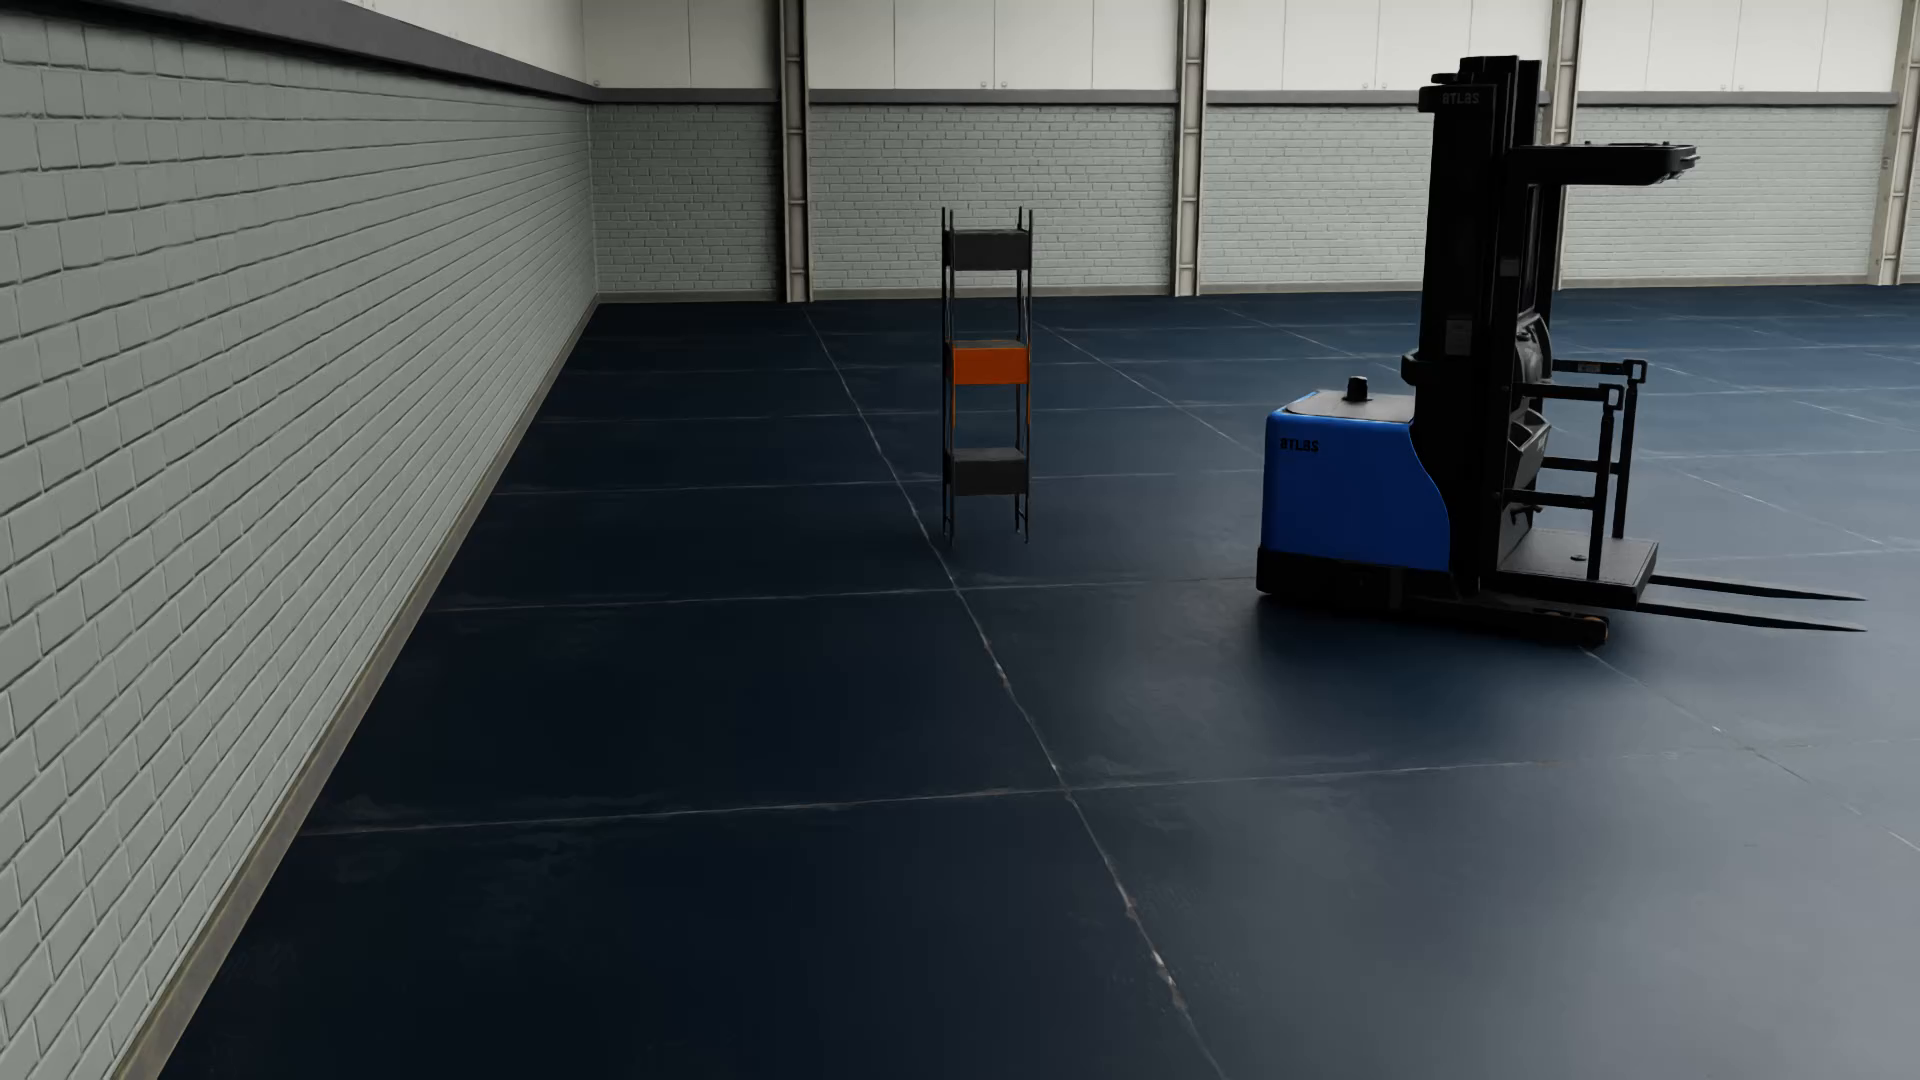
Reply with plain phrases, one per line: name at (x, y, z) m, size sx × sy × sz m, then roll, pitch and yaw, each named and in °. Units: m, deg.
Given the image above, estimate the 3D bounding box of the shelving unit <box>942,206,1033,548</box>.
shelving unit at (0.164, -1.024, 10.490) m, size 0.503 × 2.100 × 0.431 m, roll -2°, pitch 14°, yaw -8°

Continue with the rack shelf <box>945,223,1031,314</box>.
rack shelf at (0.164, -1.690, 10.323) m, size 0.480 × 0.518 × 0.431 m, roll -2°, pitch 14°, yaw -8°

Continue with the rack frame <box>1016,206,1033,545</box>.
rack frame at (0.405, -1.033, 10.526) m, size 0.015 × 2.100 × 0.400 m, roll -2°, pitch 14°, yaw -8°

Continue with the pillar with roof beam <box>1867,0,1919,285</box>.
pillar with roof beam at (16.013, -7.589, 22.484) m, size 0.400 × 9.000 × 9.100 m, roll -2°, pitch 14°, yaw -8°

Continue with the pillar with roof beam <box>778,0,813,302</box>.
pillar with roof beam at (-1.786, -6.937, 19.883) m, size 0.400 × 9.000 × 9.100 m, roll -2°, pitch 14°, yaw -8°

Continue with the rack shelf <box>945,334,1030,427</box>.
rack shelf at (0.164, -1.011, 10.494) m, size 0.480 × 0.518 × 0.431 m, roll -2°, pitch 14°, yaw -8°

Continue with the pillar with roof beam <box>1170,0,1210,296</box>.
pillar with roof beam at (4.147, -7.154, 20.750) m, size 0.400 × 9.000 × 9.100 m, roll -2°, pitch 14°, yaw -8°

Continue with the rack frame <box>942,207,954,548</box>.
rack frame at (-0.078, -1.016, 10.455) m, size 0.015 × 2.100 × 0.400 m, roll -2°, pitch 14°, yaw -8°

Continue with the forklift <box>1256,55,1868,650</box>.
forklift at (3.211, -1.010, 8.722) m, size 3.031 × 2.935 × 1.130 m, roll 7°, pitch 16°, yaw 27°

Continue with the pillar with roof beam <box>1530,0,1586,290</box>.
pillar with roof beam at (10.080, -7.372, 21.617) m, size 0.400 × 9.000 × 9.100 m, roll -2°, pitch 14°, yaw -8°

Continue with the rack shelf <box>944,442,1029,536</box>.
rack shelf at (0.164, -0.332, 10.664) m, size 0.480 × 0.518 × 0.431 m, roll -2°, pitch 14°, yaw -8°
